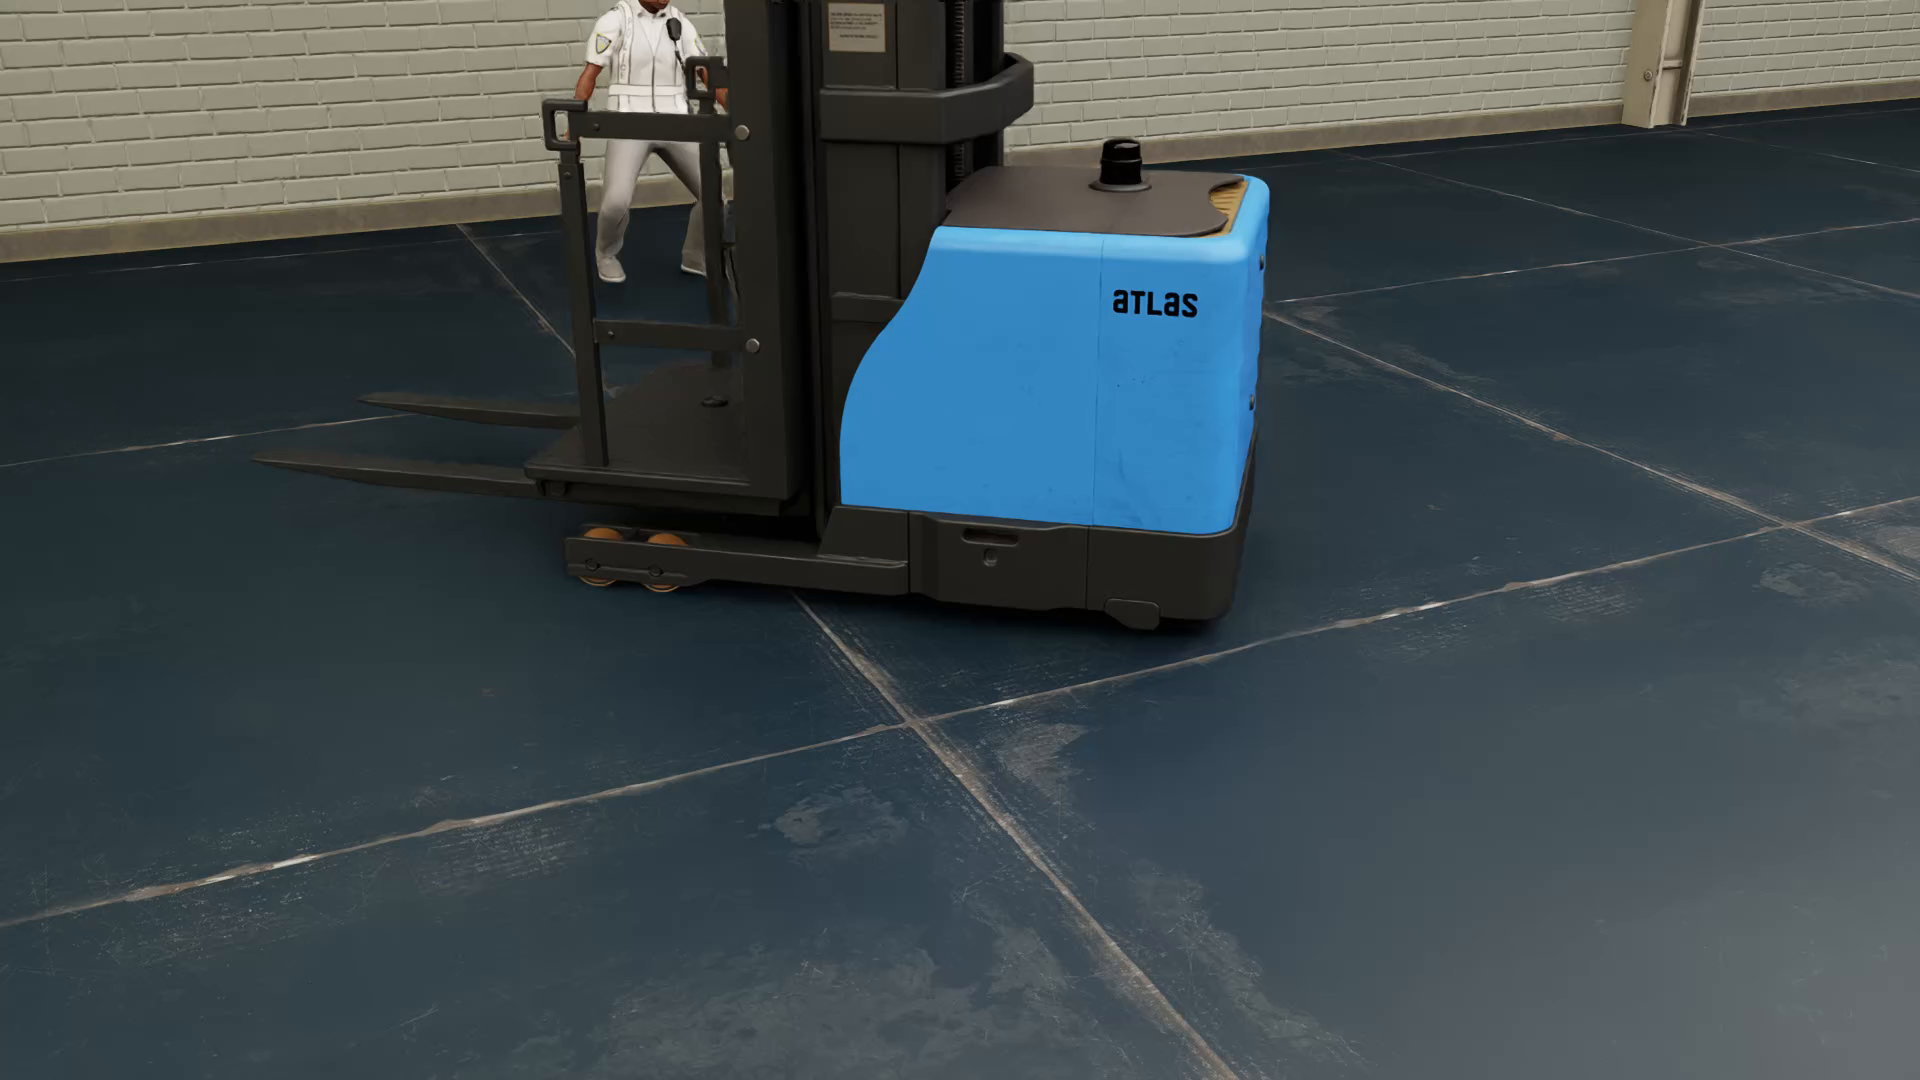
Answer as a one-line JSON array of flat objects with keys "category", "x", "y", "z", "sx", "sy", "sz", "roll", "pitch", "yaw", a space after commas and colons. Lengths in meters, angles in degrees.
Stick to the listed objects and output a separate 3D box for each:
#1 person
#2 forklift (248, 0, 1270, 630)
[{"category": "person", "x": -1.423, "y": -1.932, "z": 7.768, "sx": 0.850, "sy": 1.560, "sz": 0.581, "roll": -9, "pitch": 24, "yaw": -21}, {"category": "forklift", "x": -0.650, "y": -1.393, "z": 4.640, "sx": 3.031, "sy": 2.935, "sz": 1.130, "roll": 5, "pitch": 23, "yaw": 12}]
